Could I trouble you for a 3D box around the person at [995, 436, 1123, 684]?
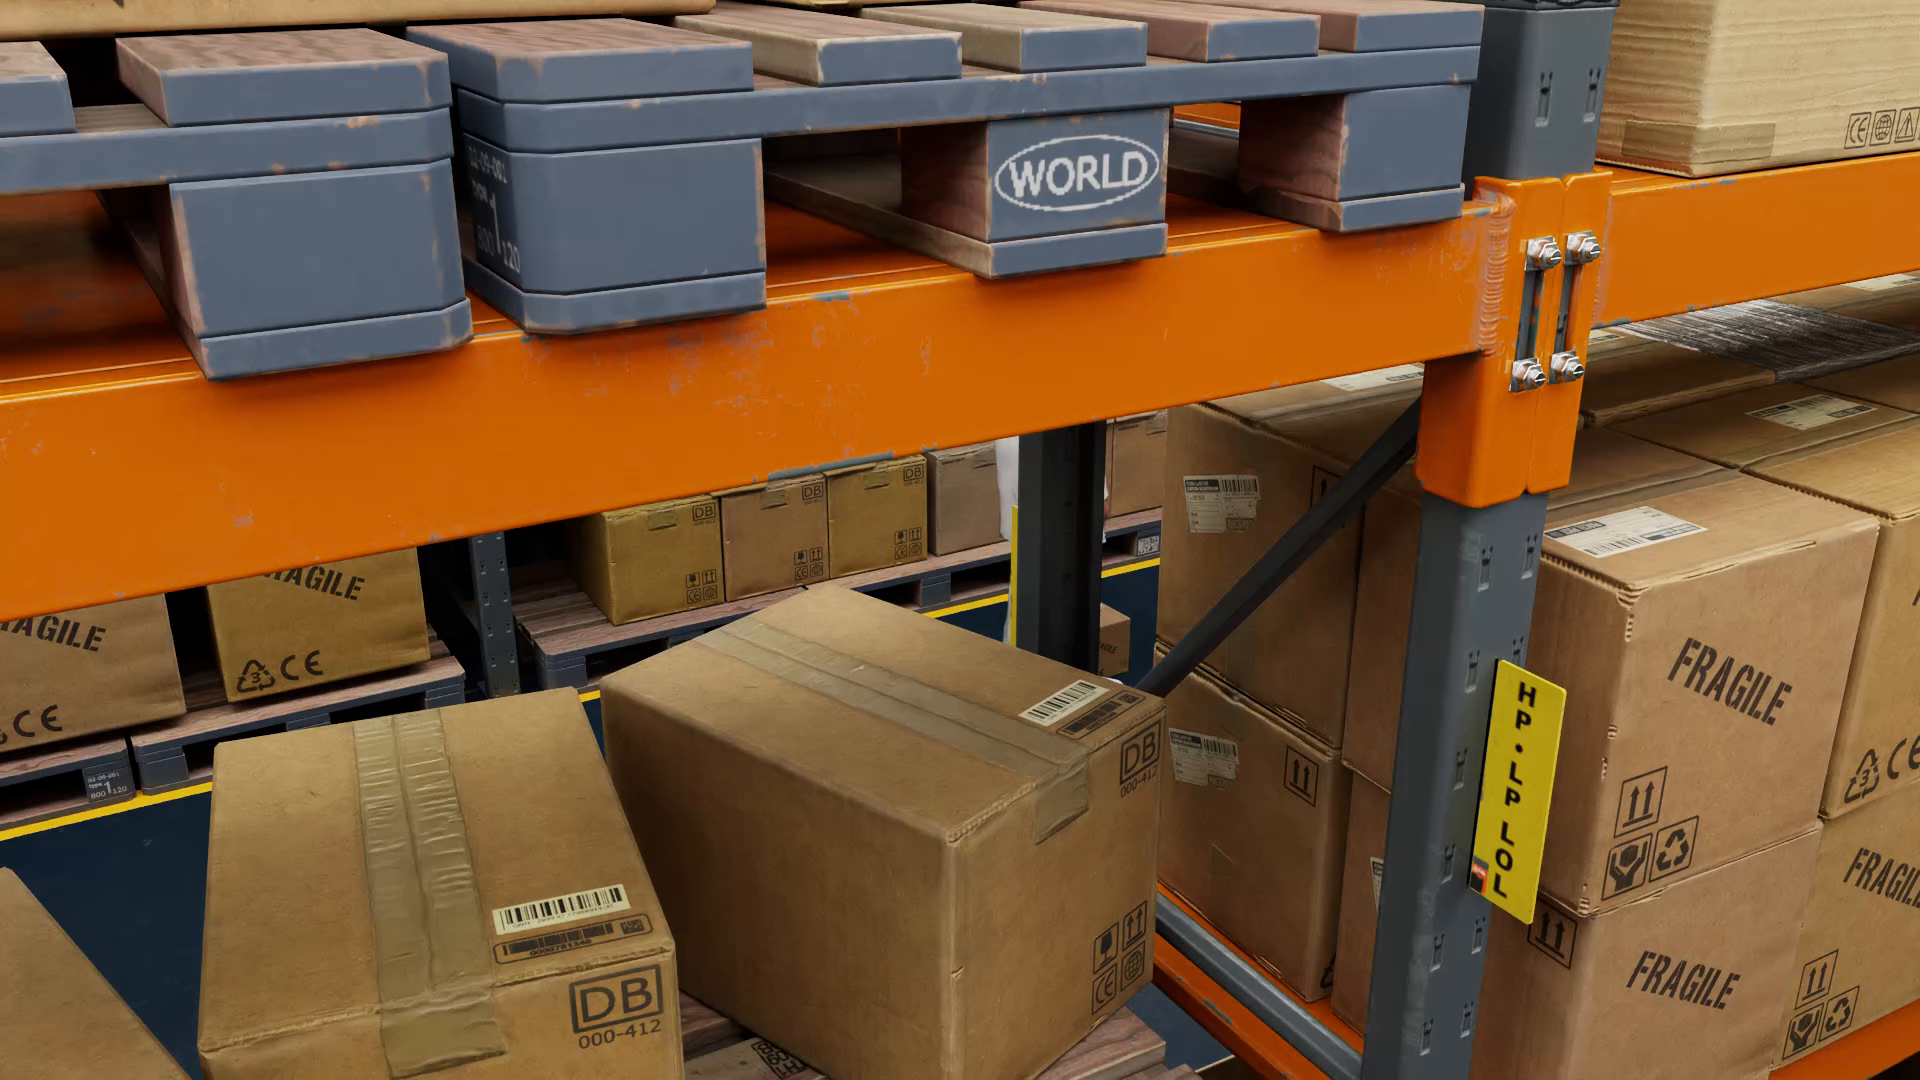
[{"bbox_3d":[0.365,-0.220,6.666,0.426,1.774,0.643,-13,25,-29],"label":"person"}]
